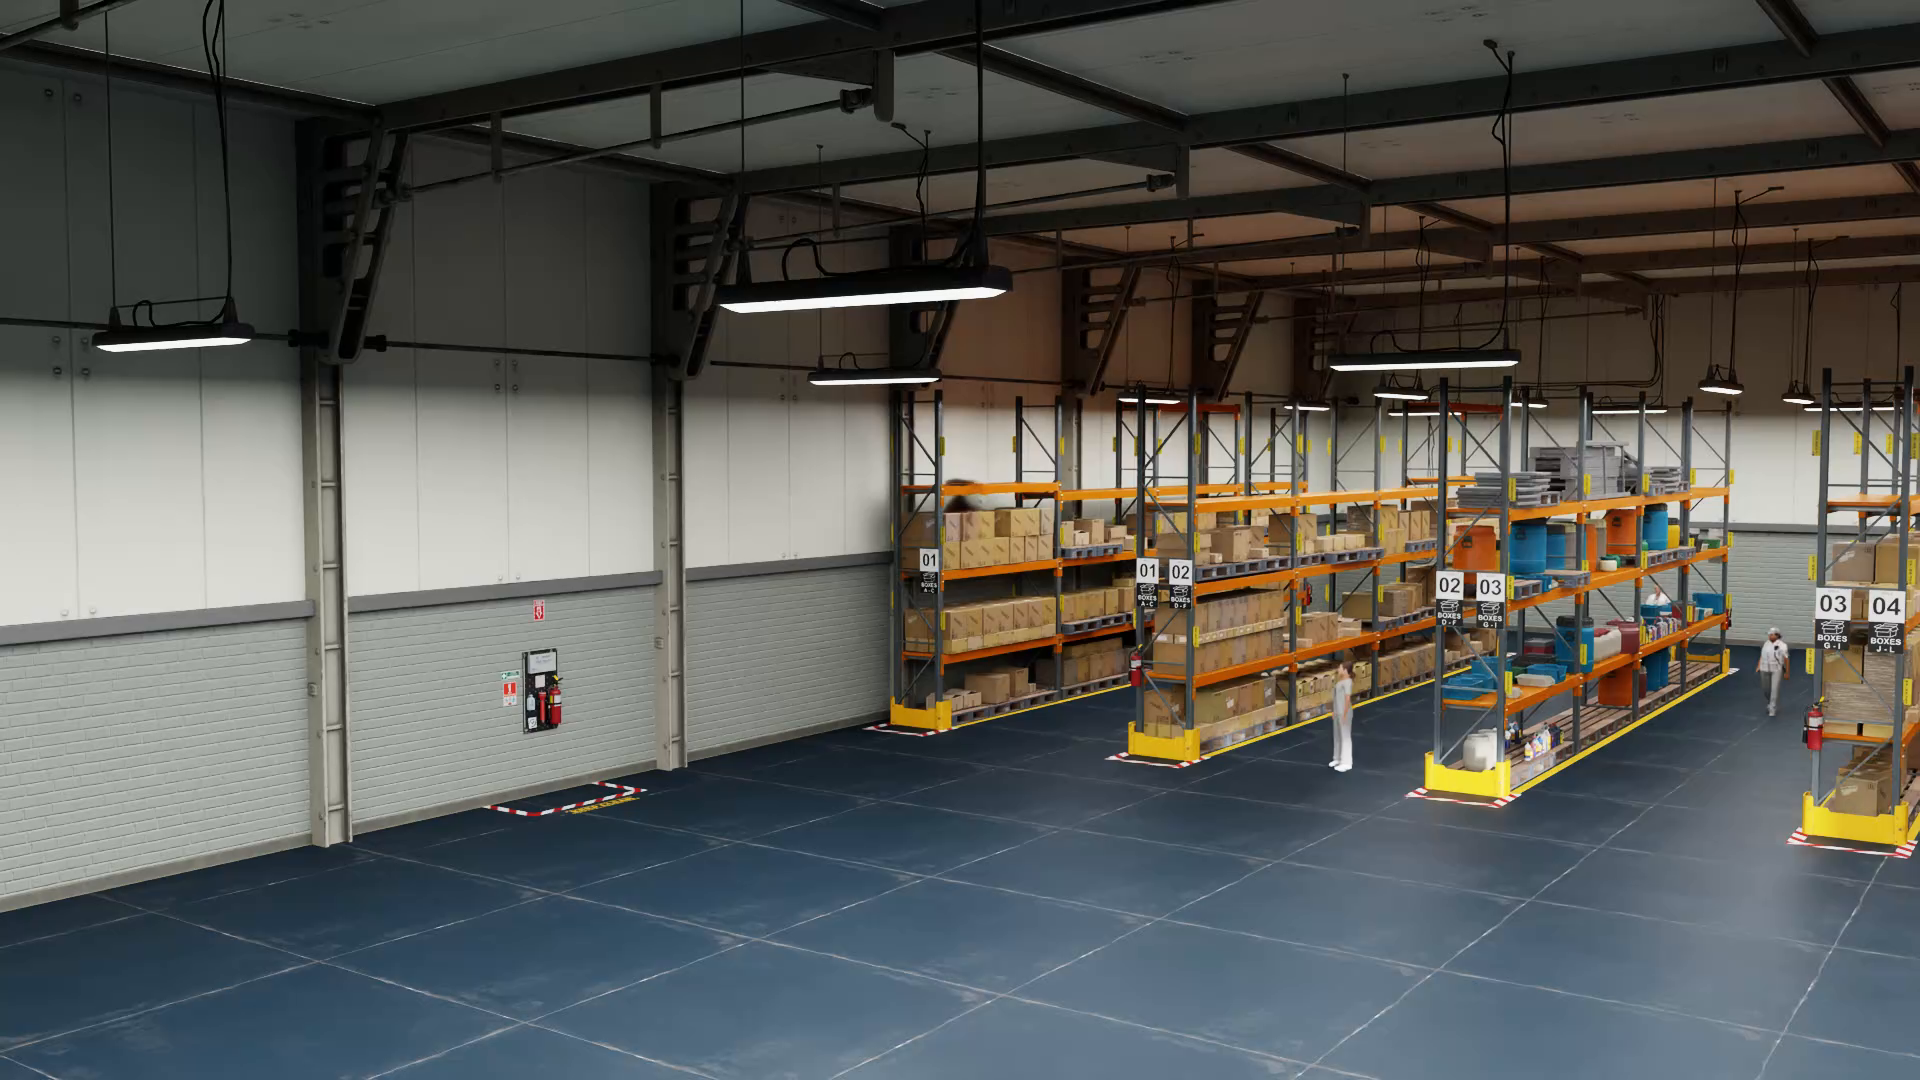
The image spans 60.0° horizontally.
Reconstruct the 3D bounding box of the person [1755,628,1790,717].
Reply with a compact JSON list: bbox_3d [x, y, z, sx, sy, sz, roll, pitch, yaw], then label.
[{"bbox_3d":[15.179,2.443,31.052,0.556,1.618,0.936,3,4,39],"label":"person"}]

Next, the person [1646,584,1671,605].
[{"bbox_3d":[16.406,1.911,39.150,0.639,1.750,0.978,2,4,30],"label":"person"}]

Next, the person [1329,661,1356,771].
[{"bbox_3d":[5.939,2.711,25.833,0.398,1.677,0.488,-1,3,-11],"label":"person"}]
